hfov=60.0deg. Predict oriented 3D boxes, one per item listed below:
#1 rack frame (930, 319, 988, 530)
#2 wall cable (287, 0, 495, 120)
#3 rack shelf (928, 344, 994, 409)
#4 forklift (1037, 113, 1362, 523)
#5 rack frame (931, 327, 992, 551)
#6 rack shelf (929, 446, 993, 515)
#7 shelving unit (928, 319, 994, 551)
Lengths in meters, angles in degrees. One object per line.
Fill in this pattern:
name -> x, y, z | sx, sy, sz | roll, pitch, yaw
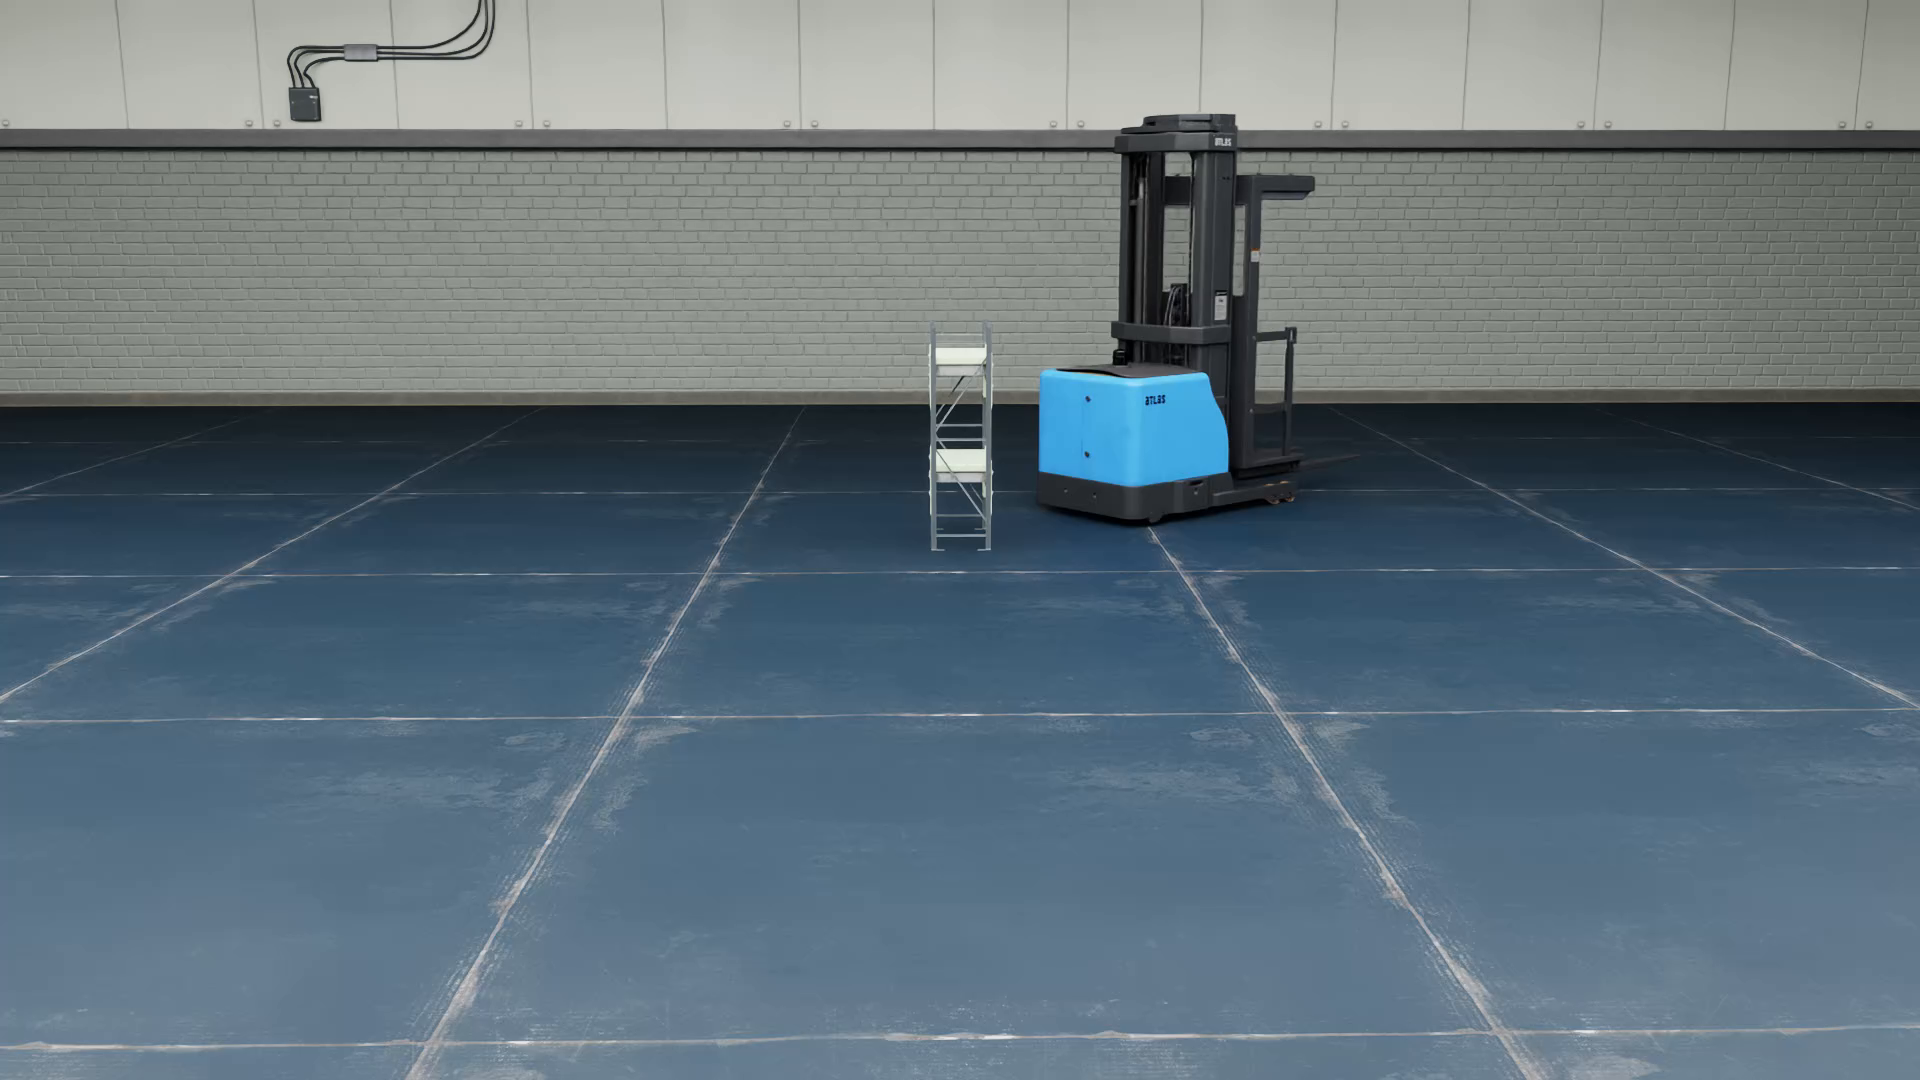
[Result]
rack frame -> -0.008, -0.809, 11.775 | 0.400, 1.500, 0.023 | 0, 11, -1
wall cable -> -6.287, -7.622, 17.943 | 2.305, 6.003, 0.169 | 0, 11, -1
rack shelf -> 0.000, -1.119, 11.339 | 0.431, 0.370, 0.720 | 0, 11, -1
forklift -> 2.020, -1.779, 12.957 | 3.031, 2.935, 1.130 | -10, 15, -40
rack frame -> 0.007, -0.664, 11.058 | 0.400, 1.500, 0.023 | 0, 11, -1
rack shelf -> 0.000, -0.417, 11.481 | 0.431, 0.370, 0.720 | 0, 11, -1
shelving unit -> 0.000, -0.736, 11.417 | 0.431, 1.500, 0.755 | 0, 11, -1
